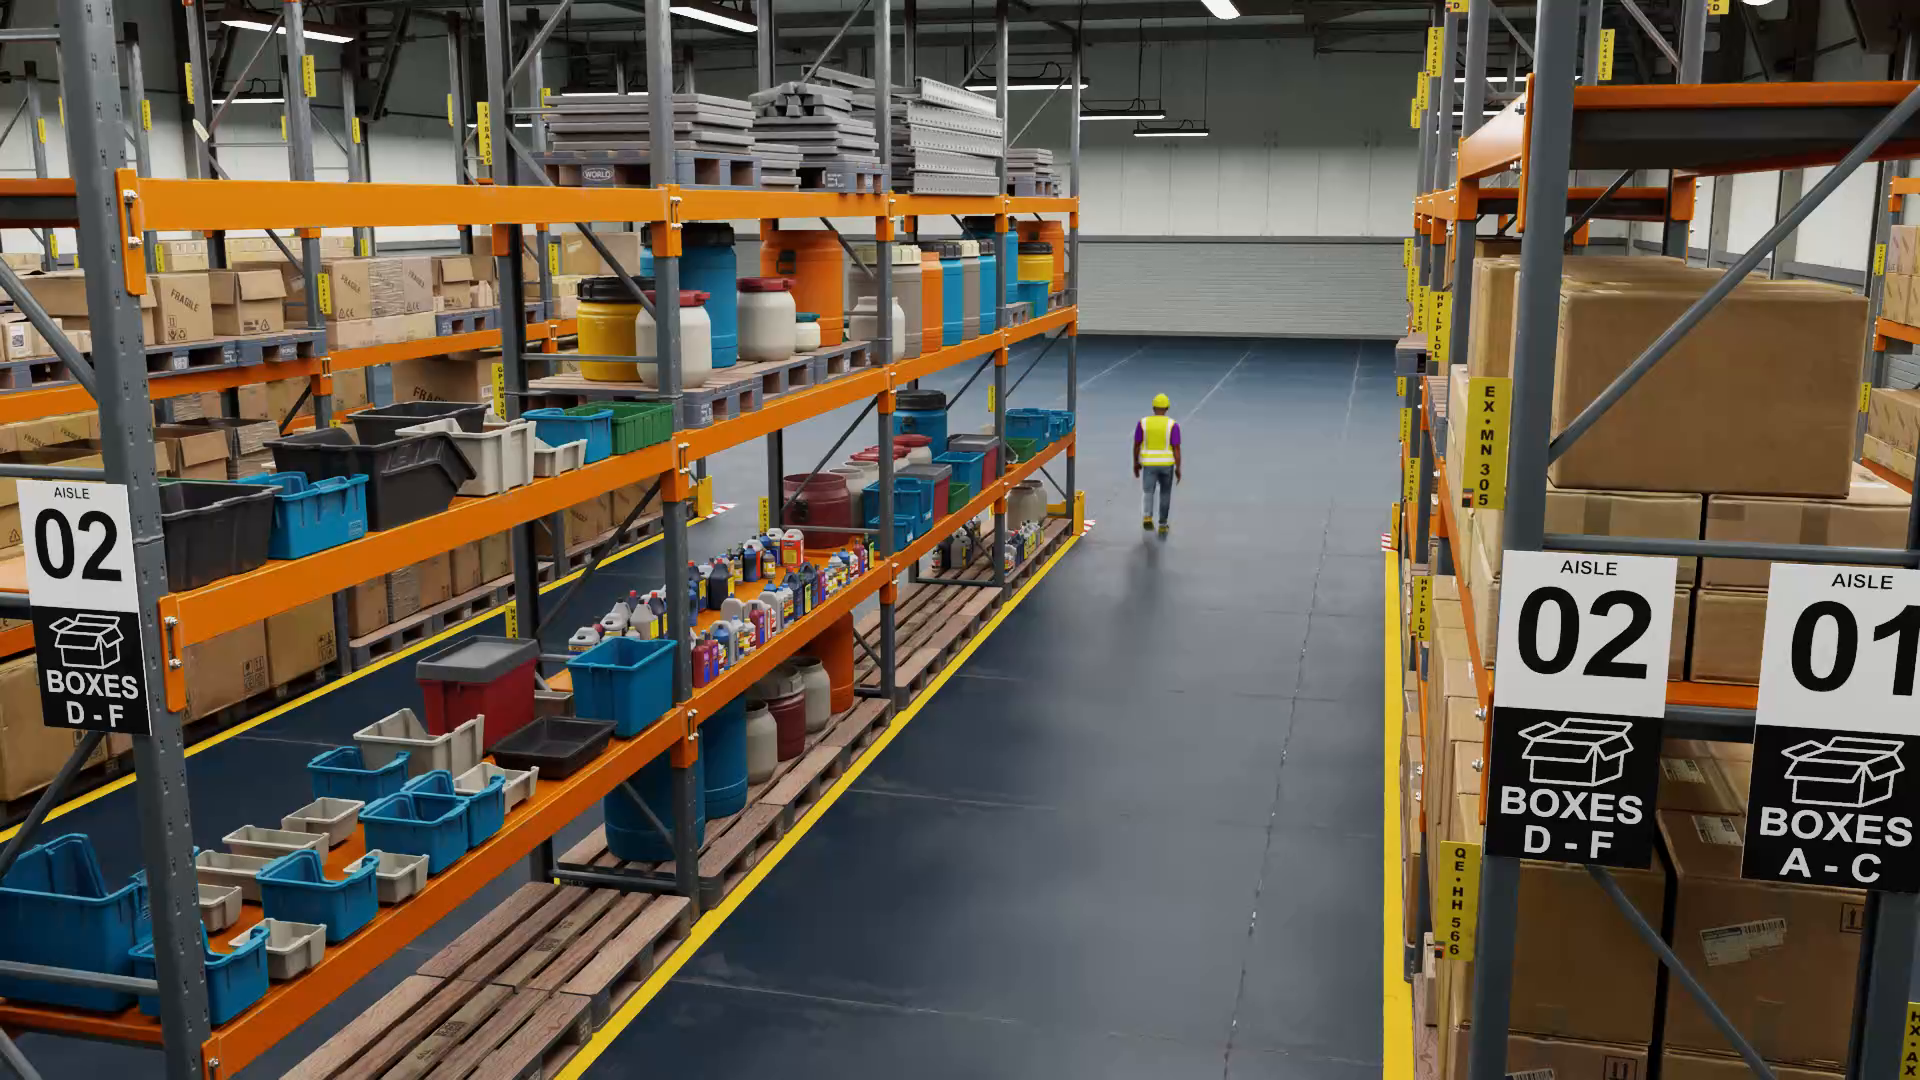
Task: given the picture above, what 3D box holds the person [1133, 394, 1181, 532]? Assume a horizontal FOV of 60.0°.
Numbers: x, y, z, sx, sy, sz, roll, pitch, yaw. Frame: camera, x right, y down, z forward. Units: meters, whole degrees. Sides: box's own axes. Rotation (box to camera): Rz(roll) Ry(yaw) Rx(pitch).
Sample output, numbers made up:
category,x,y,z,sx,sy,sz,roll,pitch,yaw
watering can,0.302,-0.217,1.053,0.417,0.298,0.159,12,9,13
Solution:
category,x,y,z,sx,sy,sz,roll,pitch,yaw
person,2.431,-0.927,20.486,0.603,1.744,0.881,3,12,13
